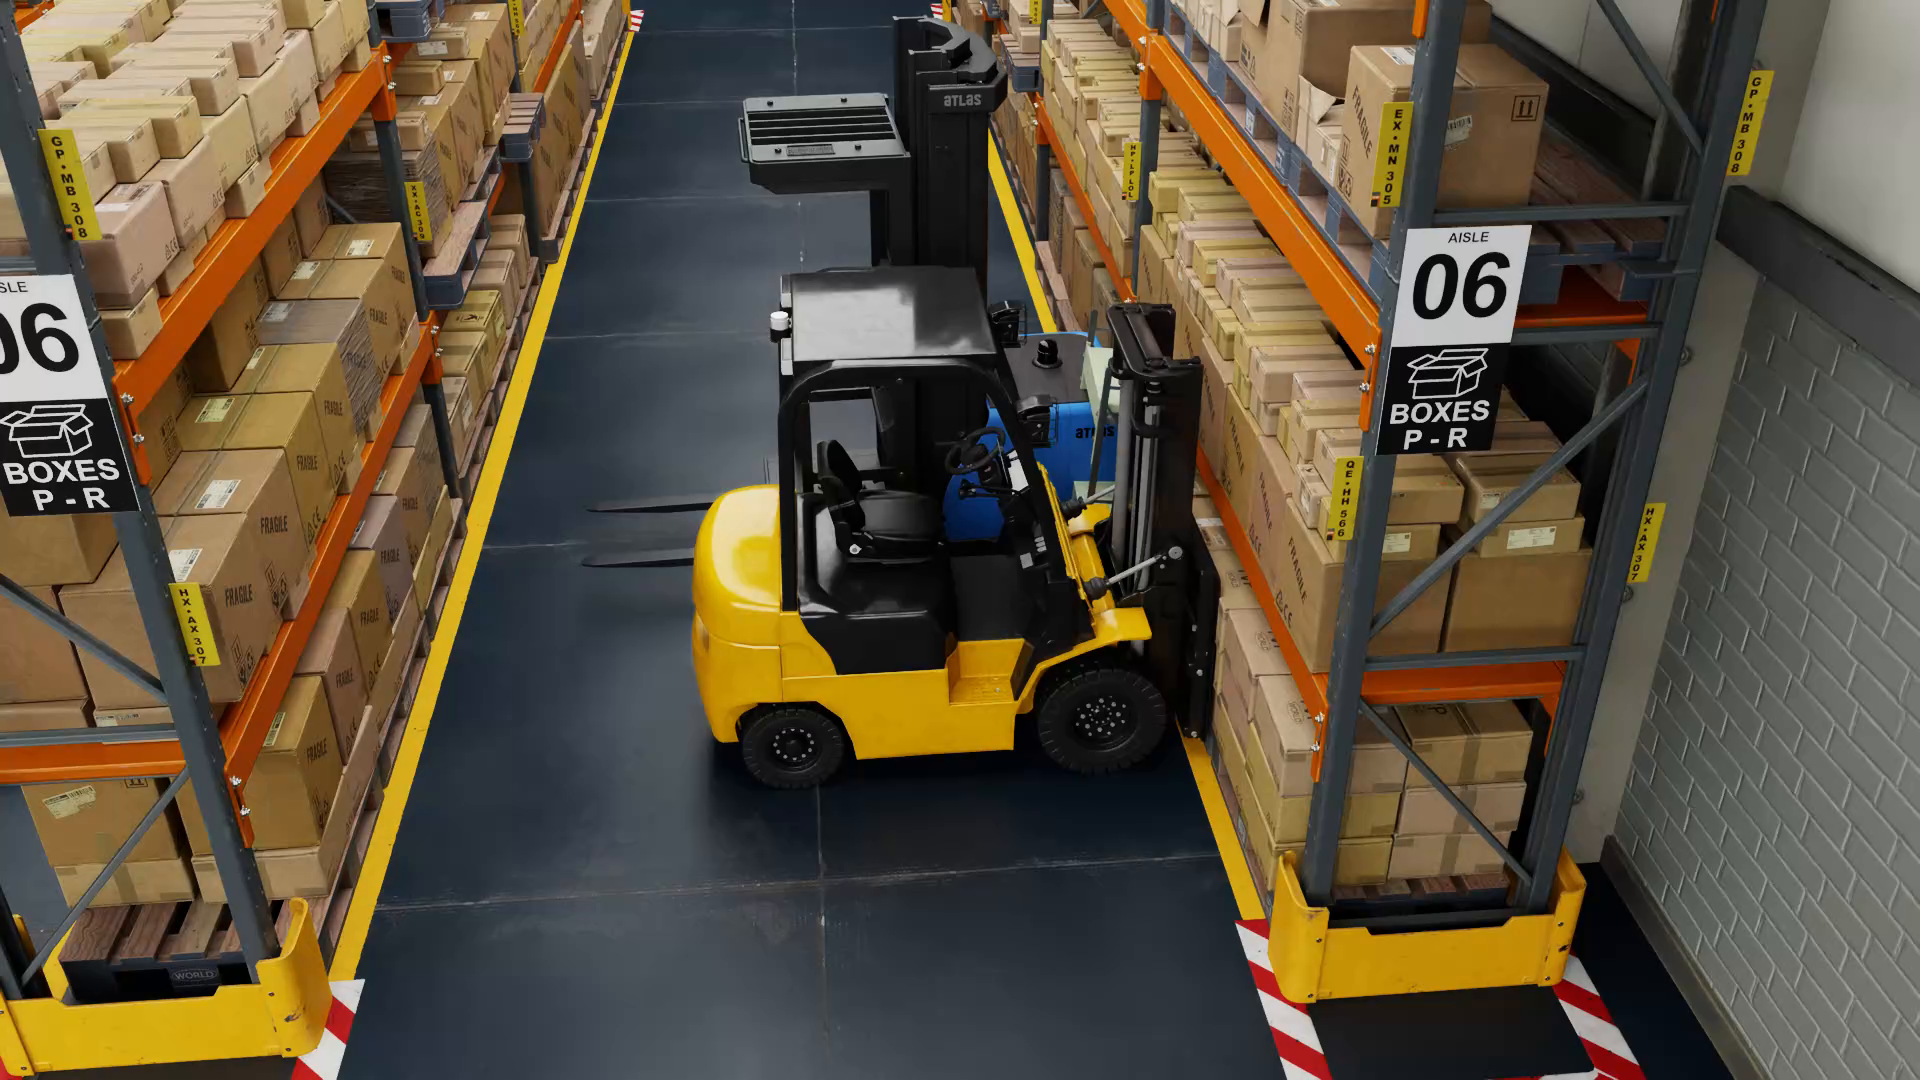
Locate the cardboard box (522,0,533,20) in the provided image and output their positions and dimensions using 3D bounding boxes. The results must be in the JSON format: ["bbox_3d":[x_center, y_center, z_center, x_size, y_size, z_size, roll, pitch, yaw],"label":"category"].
[{"bbox_3d":[-3.684,-4.394,13.108,0.500,0.500,0.500,-3,31,-4],"label":"cardboard box"}]

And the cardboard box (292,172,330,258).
[{"bbox_3d":[-3.627,-1.728,8.355,0.700,0.500,0.500,-3,31,-5],"label":"cardboard box"}]

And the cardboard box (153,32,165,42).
[{"bbox_3d":[-3.592,-1.957,7.032,0.500,0.250,0.500,-2,31,-4],"label":"cardboard box"}]

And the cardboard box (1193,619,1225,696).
[{"bbox_3d":[1.401,0.472,7.818,0.500,0.250,0.500,-3,31,-6],"label":"cardboard box"}]

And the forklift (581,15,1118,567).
[{"bbox_3d":[-0.619,-1.212,8.921,3.031,2.935,1.130,-4,31,-7],"label":"forklift"}]

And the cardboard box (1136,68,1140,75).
[{"bbox_3d":[1.484,-3.318,12.039,0.500,0.250,0.500,-2,31,-4],"label":"cardboard box"}]

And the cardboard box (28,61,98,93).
[{"bbox_3d":[-3.418,-1.656,6.140,0.380,0.149,0.250,-4,31,-6],"label":"cardboard box"}]

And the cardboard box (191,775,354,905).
[{"bbox_3d":[-2.878,1.254,6.997,0.500,0.250,0.500,-3,31,-5],"label":"cardboard box"}]

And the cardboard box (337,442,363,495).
[{"bbox_3d":[-2.966,-0.325,7.614,0.380,0.149,0.250,-2,31,-4],"label":"cardboard box"}]

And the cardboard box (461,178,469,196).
[{"bbox_3d":[-3.310,-2.261,10.446,0.380,0.149,0.250,-3,31,-4],"label":"cardboard box"}]

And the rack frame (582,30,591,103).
[{"bbox_3d":[-4.199,-5.447,15.945,1.000,3.000,0.127,-3,31,-5],"label":"rack frame"}]

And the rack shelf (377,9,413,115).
[{"bbox_3d":[-3.639,-3.363,10.231,1.077,0.370,4.000,-3,31,-5],"label":"rack shelf"}]

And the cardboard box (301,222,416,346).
[{"bbox_3d":[-3.163,-1.319,8.645,0.500,0.500,0.500,-4,31,-6],"label":"cardboard box"}]

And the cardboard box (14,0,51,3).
[{"bbox_3d":[-8.819,-5.211,15.794,0.380,0.149,0.250,-2,31,-3],"label":"cardboard box"}]

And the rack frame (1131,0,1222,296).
[{"bbox_3d":[1.490,-1.603,9.508,1.000,3.000,0.127,-3,31,-5],"label":"rack frame"}]

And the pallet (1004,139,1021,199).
[{"bbox_3d":[0.973,-3.452,15.324,1.003,0.211,1.213,-3,31,-5],"label":"pallet"}]

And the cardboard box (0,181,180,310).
[{"bbox_3d":[-2.860,-0.941,5.332,0.500,0.250,0.500,-3,31,-5],"label":"cardboard box"}]

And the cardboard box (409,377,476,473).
[{"bbox_3d":[-3.503,-0.683,10.121,0.950,0.372,0.625,-2,31,-4],"label":"cardboard box"}]

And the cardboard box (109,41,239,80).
[{"bbox_3d":[-3.019,-1.813,6.402,0.380,0.149,0.250,-2,31,-4],"label":"cardboard box"}]

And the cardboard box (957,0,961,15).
[{"bbox_3d":[0.331,-6.521,19.767,0.797,0.503,0.637,-4,31,-7],"label":"cardboard box"}]

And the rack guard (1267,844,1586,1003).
[{"bbox_3d":[1.866,1.525,6.709,1.175,0.500,0.348,-3,31,-5],"label":"rack guard"}]

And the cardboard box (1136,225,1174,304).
[{"bbox_3d":[1.271,-1.406,9.082,0.500,0.500,0.500,-4,31,-6],"label":"cardboard box"}]

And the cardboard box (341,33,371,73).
[{"bbox_3d":[-3.118,-2.396,8.156,0.380,0.149,0.250,-3,31,-4],"label":"cardboard box"}]

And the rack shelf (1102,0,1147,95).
[{"bbox_3d":[1.303,-3.603,10.633,1.077,0.370,4.000,-3,31,-5],"label":"rack shelf"}]

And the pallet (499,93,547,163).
[{"bbox_3d":[-3.653,-2.964,11.974,1.213,0.211,1.003,-3,31,-5],"label":"pallet"}]

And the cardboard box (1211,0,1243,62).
[{"bbox_3d":[1.326,-2.284,7.347,0.396,0.266,0.258,-3,31,-6],"label":"cardboard box"}]

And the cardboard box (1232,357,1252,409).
[{"bbox_3d":[1.408,-0.699,7.265,0.380,0.149,0.250,-3,31,-4],"label":"cardboard box"}]

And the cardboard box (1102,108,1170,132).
[{"bbox_3d":[1.105,-2.611,10.466,0.380,0.149,0.250,-3,31,-6],"label":"cardboard box"}]

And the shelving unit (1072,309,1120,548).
[{"bbox_3d":[0.839,-0.371,8.857,0.431,1.500,0.755,3,30,-4],"label":"shelving unit"}]

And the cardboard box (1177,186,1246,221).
[{"bbox_3d":[1.356,-1.746,8.728,0.380,0.149,0.250,-2,31,-4],"label":"cardboard box"}]

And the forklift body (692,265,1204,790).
[{"bbox_3d":[-0.130,-0.077,7.781,2.313,2.155,1.214,-3,31,-5],"label":"forklift body"}]

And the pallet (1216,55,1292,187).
[{"bbox_3d":[1.706,-1.797,6.994,1.003,0.211,1.213,-3,31,-5],"label":"pallet"}]

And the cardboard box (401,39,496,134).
[{"bbox_3d":[-3.399,-3.016,11.077,0.500,0.500,0.500,-5,31,-8],"label":"cardboard box"}]

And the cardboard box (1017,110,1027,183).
[{"bbox_3d":[0.774,-3.481,14.680,0.500,0.500,0.500,-1,31,-2],"label":"cardboard box"}]

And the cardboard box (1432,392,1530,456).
[{"bbox_3d":[2.015,-0.461,6.576,0.380,0.149,0.250,-2,31,-4],"label":"cardboard box"}]

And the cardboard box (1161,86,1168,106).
[{"bbox_3d":[1.510,-3.027,11.162,0.380,0.149,0.250,-2,31,-3],"label":"cardboard box"}]

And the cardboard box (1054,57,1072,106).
[{"bbox_3d":[0.960,-3.301,12.010,0.500,0.250,0.500,-2,31,-3],"label":"cardboard box"}]

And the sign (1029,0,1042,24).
[{"bbox_3d":[0.576,-4.077,12.599,0.100,0.325,0.005,-3,31,-5],"label":"sign"}]

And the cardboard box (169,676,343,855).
[{"bbox_3d":[-2.881,0.920,6.825,0.500,0.500,0.500,-4,31,-6],"label":"cardboard box"}]

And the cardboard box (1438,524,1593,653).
[{"bbox_3d":[2.094,0.130,6.509,0.500,0.500,0.500,-2,31,-3],"label":"cardboard box"}]

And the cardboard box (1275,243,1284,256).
[{"bbox_3d":[1.850,-1.511,8.624,0.380,0.149,0.250,-2,31,-3],"label":"cardboard box"}]

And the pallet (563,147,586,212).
[{"bbox_3d":[-3.935,-3.235,14.961,1.003,0.211,1.213,-3,31,-5],"label":"pallet"}]

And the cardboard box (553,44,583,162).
[{"bbox_3d":[-3.970,-3.942,15.087,0.875,0.875,0.875,-2,31,-3],"label":"cardboard box"}]

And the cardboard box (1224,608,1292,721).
[{"bbox_3d":[1.456,0.530,7.234,0.500,0.250,0.500,-2,31,-4],"label":"cardboard box"}]

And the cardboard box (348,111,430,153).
[{"bbox_3d":[-3.144,-2.249,9.161,0.380,0.149,0.250,-3,31,-5],"label":"cardboard box"}]

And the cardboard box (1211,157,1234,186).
[{"bbox_3d":[1.670,-2.114,9.633,0.380,0.149,0.250,-3,31,-6],"label":"cardboard box"}]

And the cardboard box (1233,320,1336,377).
[{"bbox_3d":[1.401,-0.829,7.193,0.380,0.149,0.250,-2,31,-4],"label":"cardboard box"}]

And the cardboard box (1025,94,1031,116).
[{"bbox_3d":[0.777,-3.809,14.598,0.380,0.149,0.250,-3,31,-5],"label":"cardboard box"}]

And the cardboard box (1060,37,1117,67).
[{"bbox_3d":[0.928,-3.523,11.993,0.380,0.149,0.250,-2,31,-3],"label":"cardboard box"}]

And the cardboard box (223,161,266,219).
[{"bbox_3d":[-2.911,-1.345,6.396,0.380,0.149,0.250,-2,31,-4],"label":"cardboard box"}]

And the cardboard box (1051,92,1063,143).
[{"bbox_3d":[0.956,-3.085,12.136,0.500,0.250,0.500,-3,31,-6],"label":"cardboard box"}]

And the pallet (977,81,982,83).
[{"bbox_3d":[0.679,-4.840,17.648,1.003,0.211,1.213,-3,31,-5],"label":"pallet"}]

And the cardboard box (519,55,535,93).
[{"bbox_3d":[-3.621,-3.603,13.002,0.500,0.250,0.500,-3,31,-5],"label":"cardboard box"}]
